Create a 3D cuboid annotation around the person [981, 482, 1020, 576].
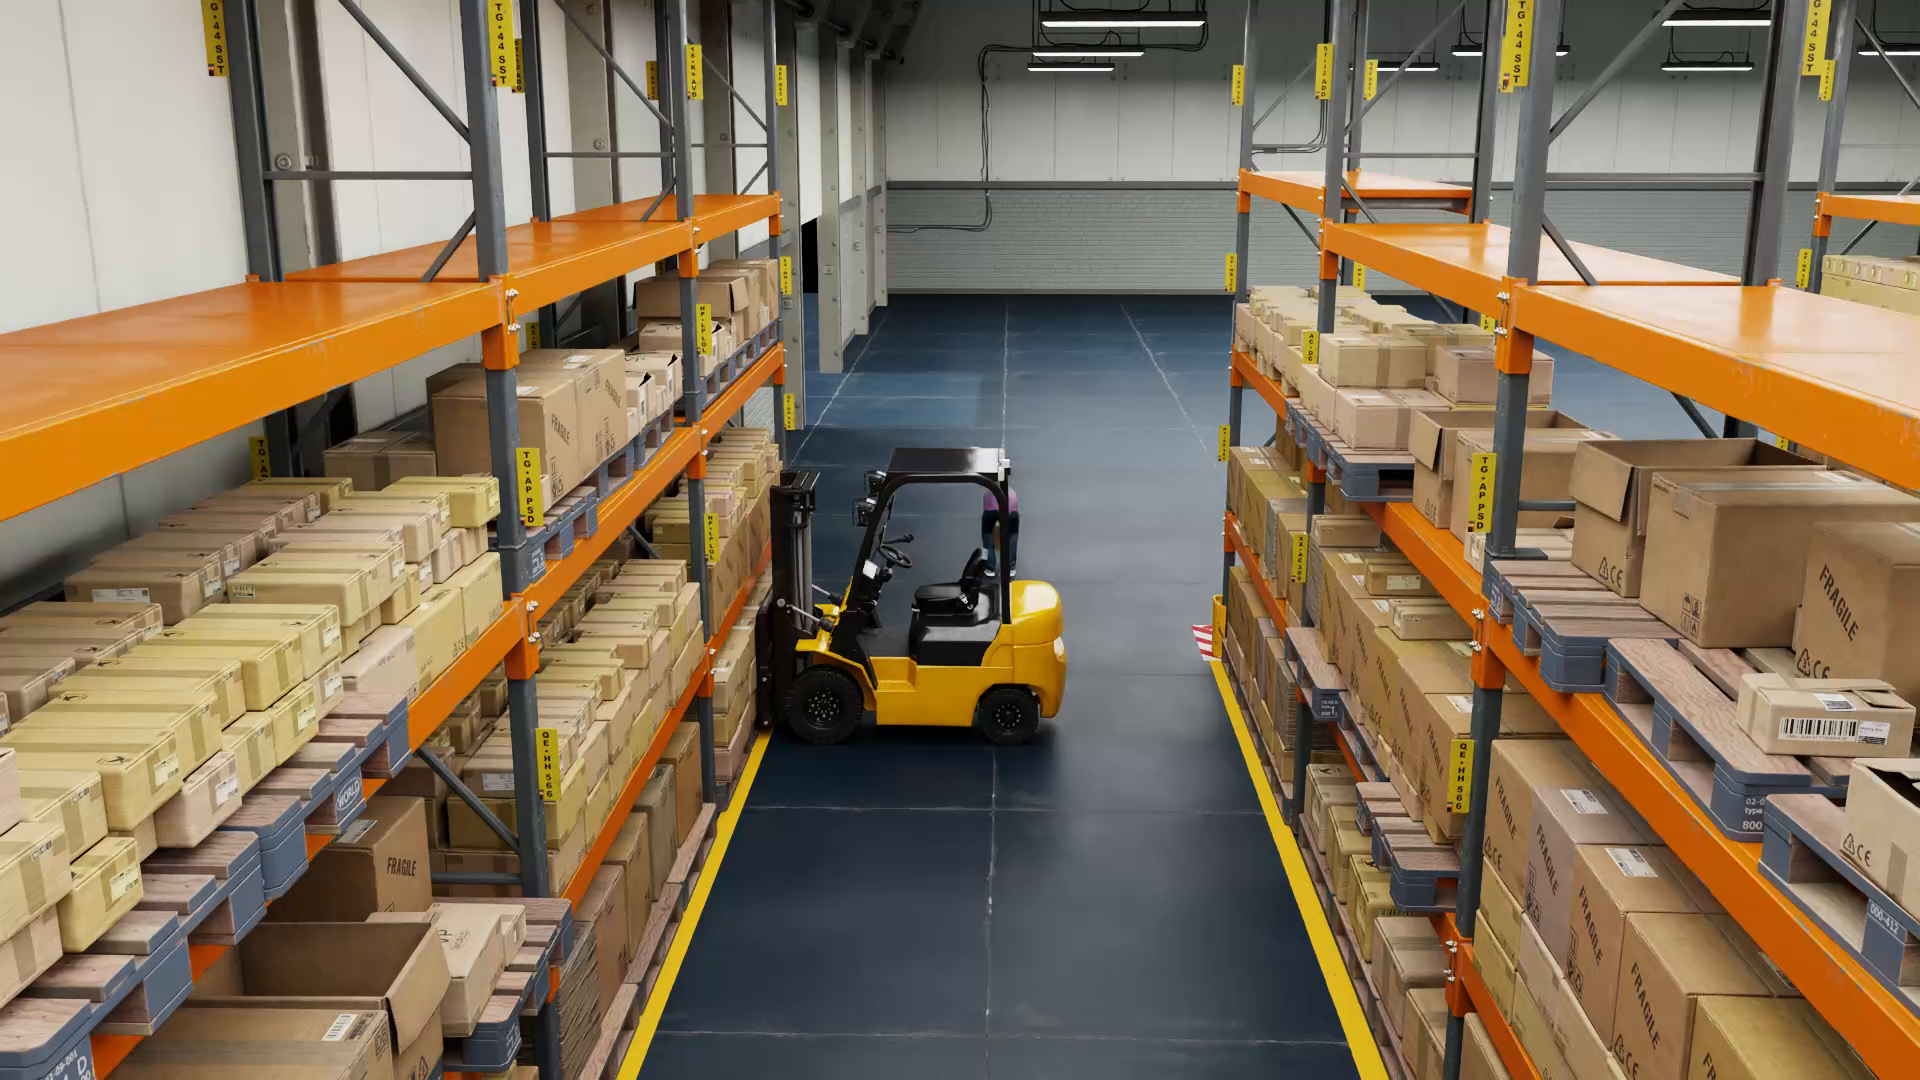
[{"bbox_3d":[0.430,-0.146,17.864,0.403,0.980,0.871,0,14,-1],"label":"person"}]
